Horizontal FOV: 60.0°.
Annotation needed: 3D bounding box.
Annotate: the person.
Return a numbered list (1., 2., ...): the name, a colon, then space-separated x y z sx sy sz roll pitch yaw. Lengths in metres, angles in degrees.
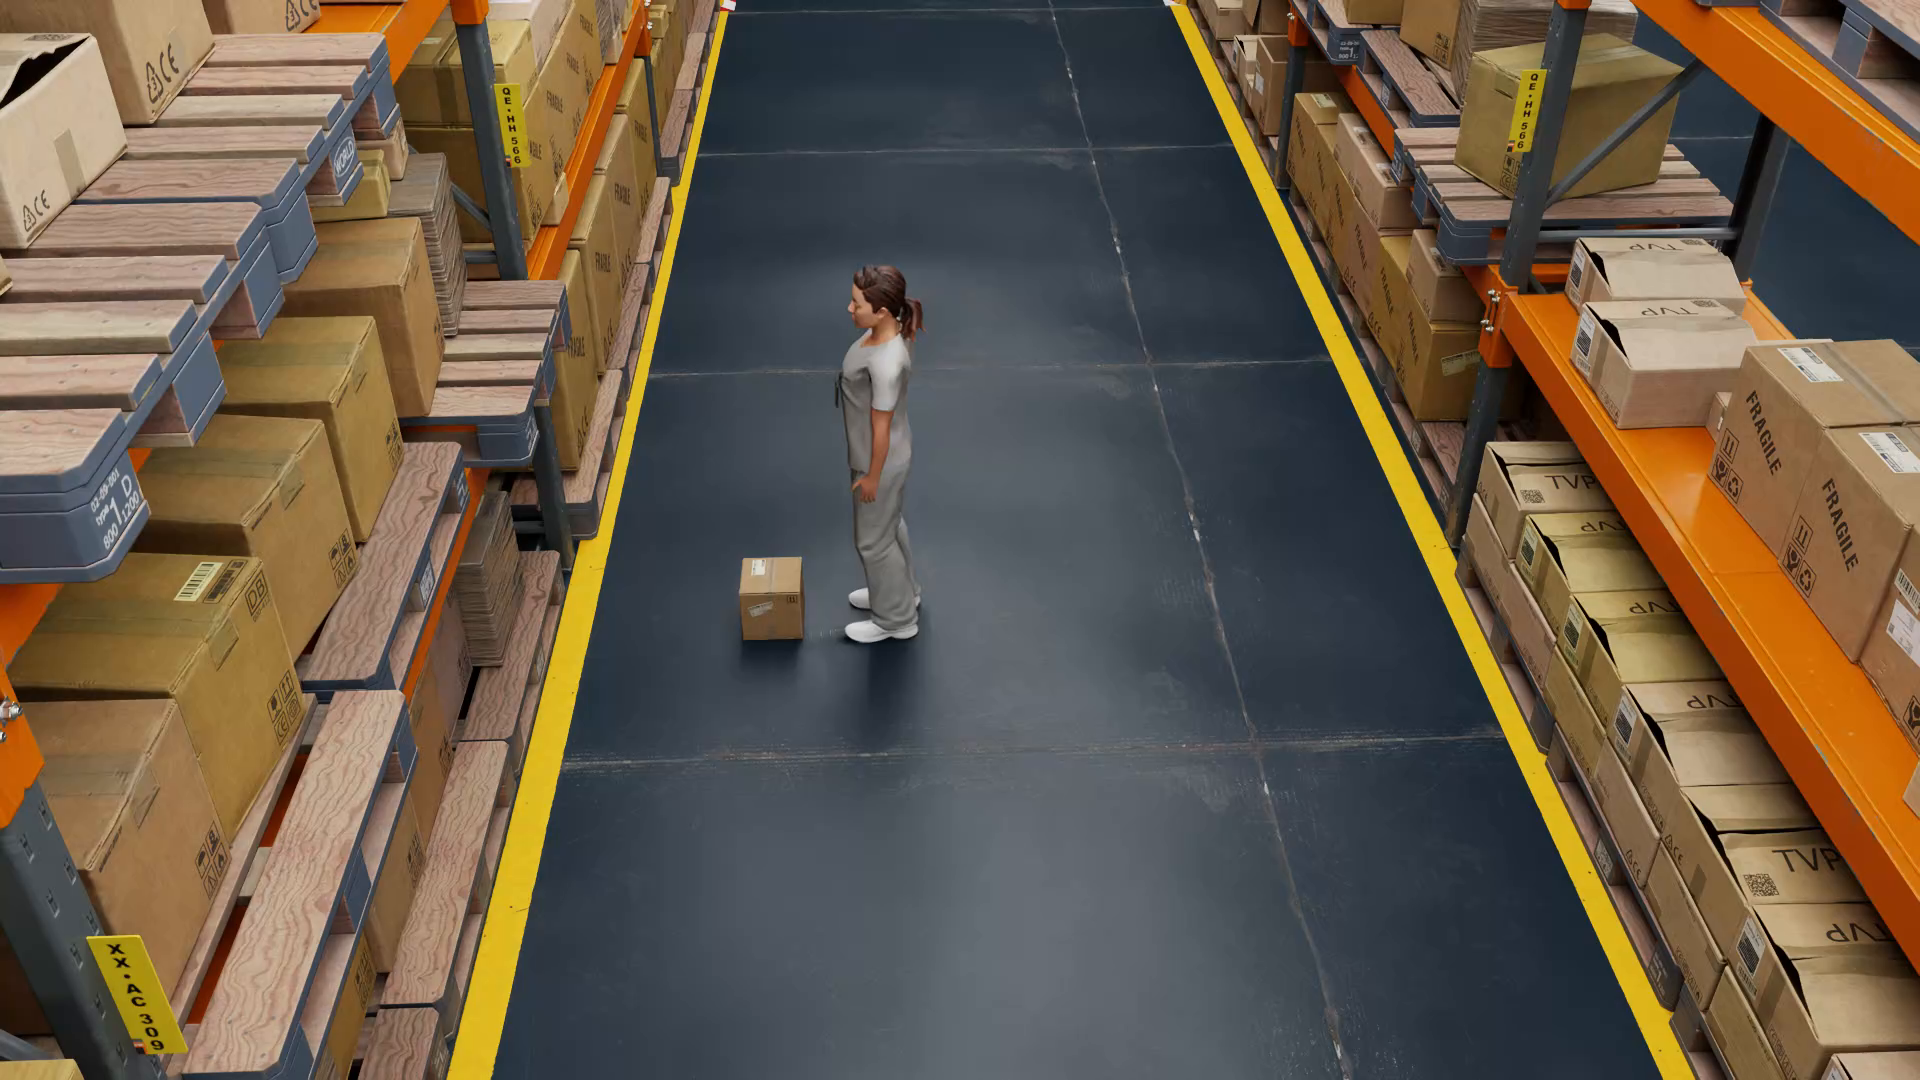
1. person: -0.313 -0.332 6.622 0.349 1.670 0.437 -1 35 -1
